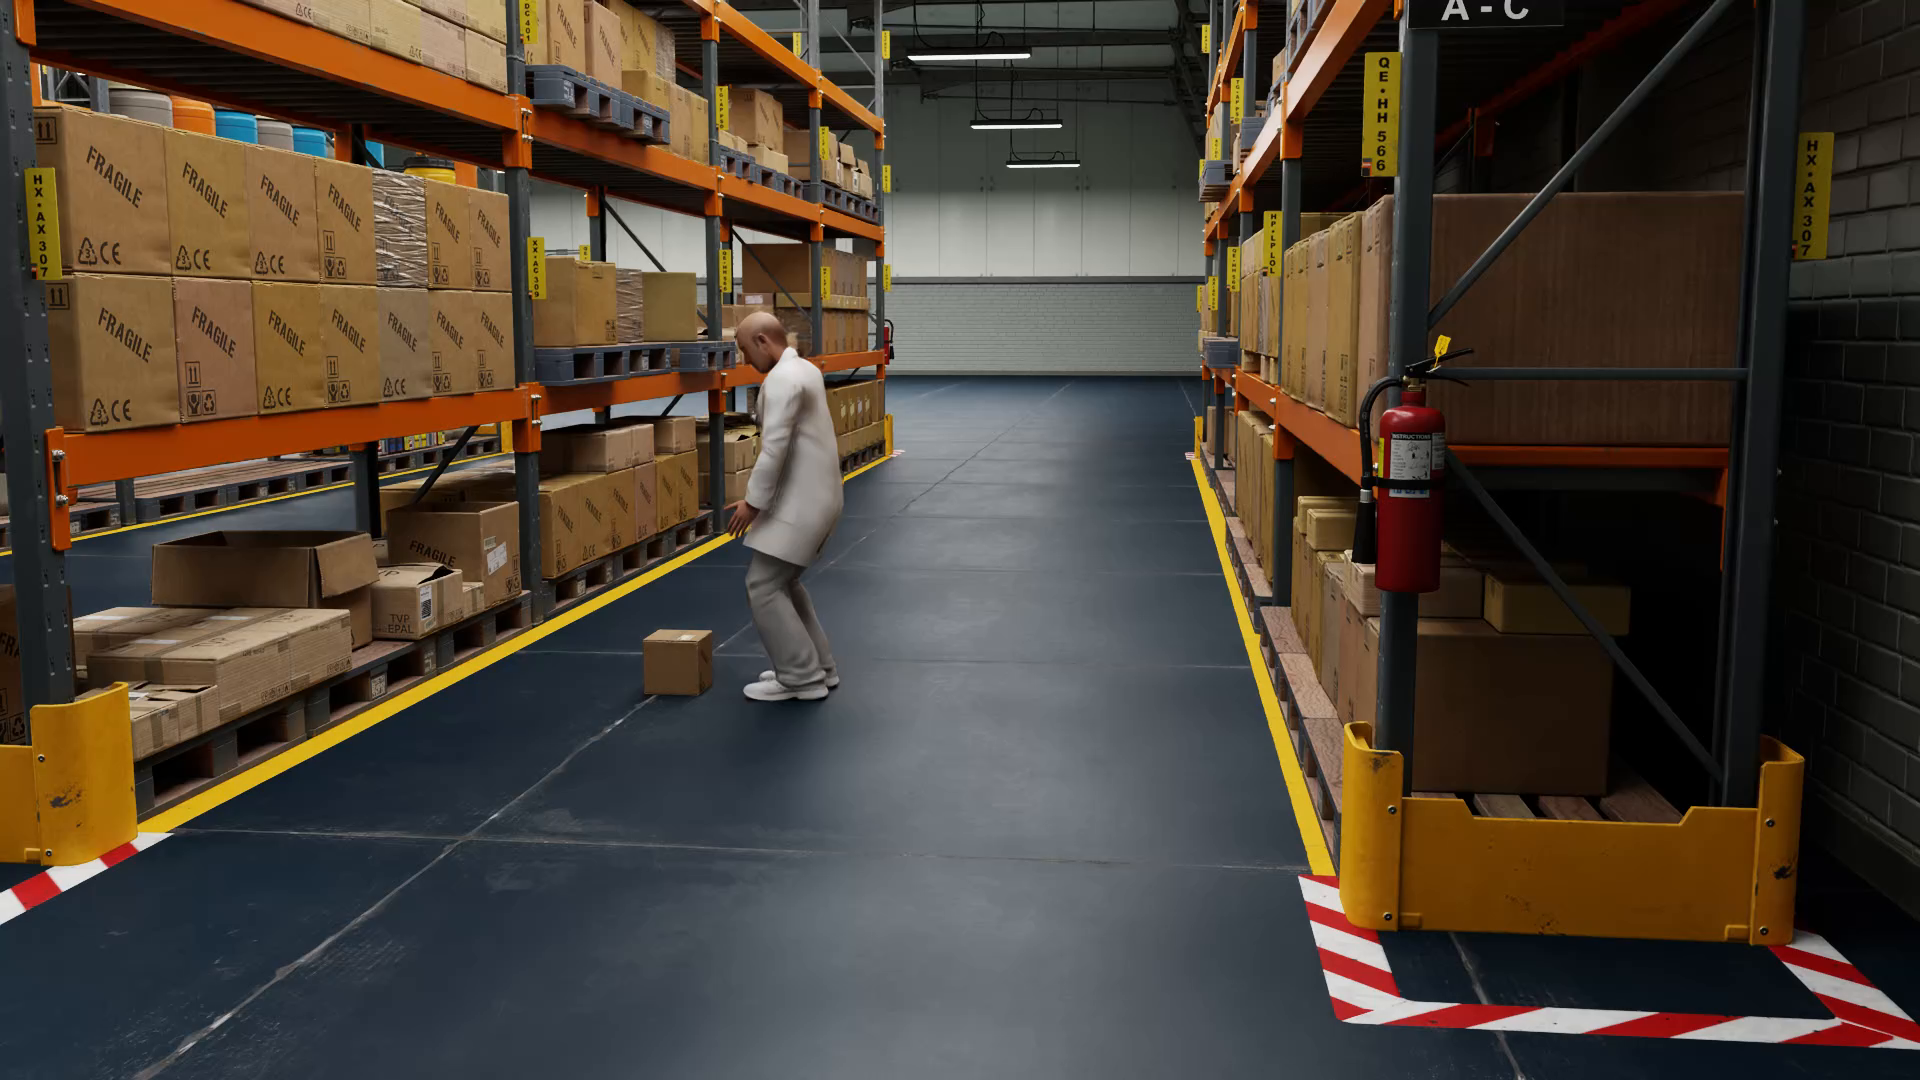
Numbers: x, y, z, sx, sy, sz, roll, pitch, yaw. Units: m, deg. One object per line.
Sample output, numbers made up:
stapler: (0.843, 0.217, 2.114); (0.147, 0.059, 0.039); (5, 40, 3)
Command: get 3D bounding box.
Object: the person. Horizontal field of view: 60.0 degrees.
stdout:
person: (-0.761, -0.146, 7.331); (0.466, 1.693, 0.599); (1, 8, 8)
